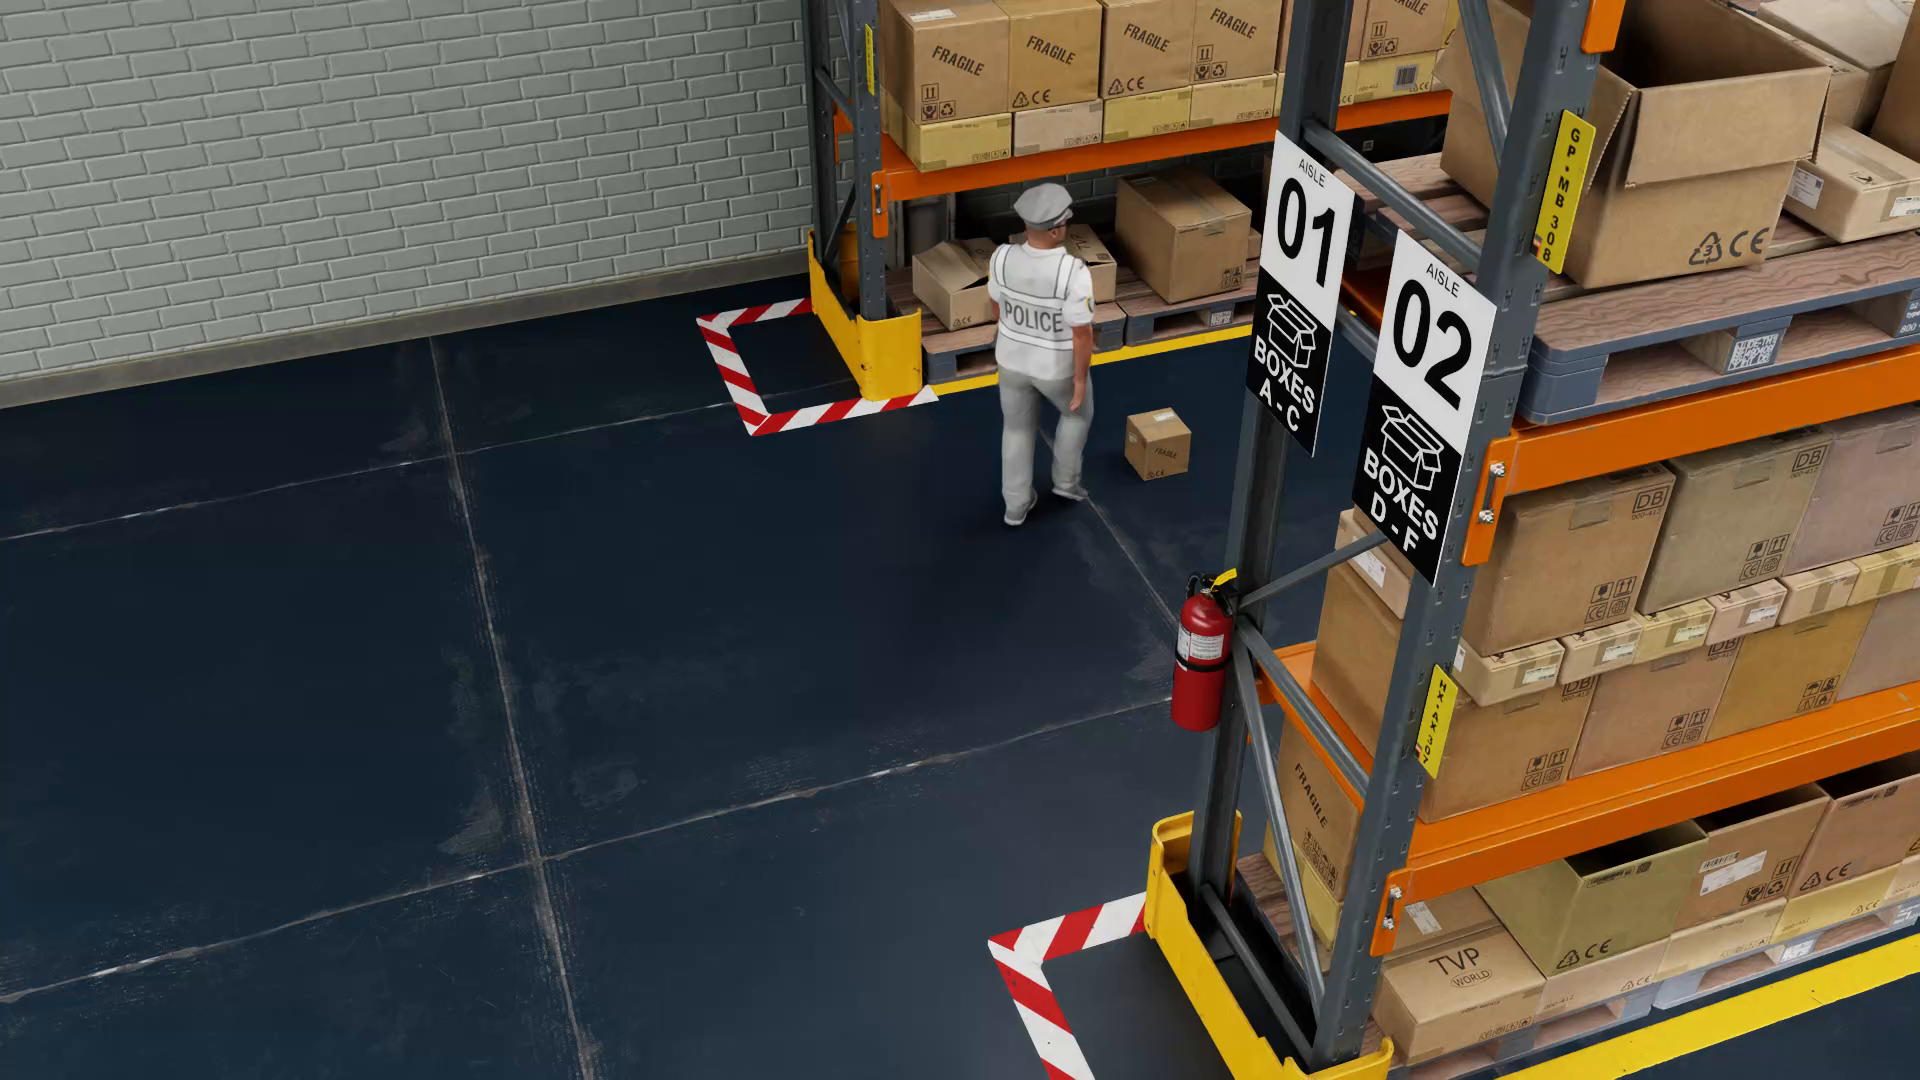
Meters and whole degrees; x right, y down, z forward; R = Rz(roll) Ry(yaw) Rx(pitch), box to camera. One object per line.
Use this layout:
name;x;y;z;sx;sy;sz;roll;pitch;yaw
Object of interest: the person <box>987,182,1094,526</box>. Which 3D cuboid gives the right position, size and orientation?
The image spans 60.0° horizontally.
person;0.402;-0.850;7.929;0.552;1.862;0.543;13;39;16
